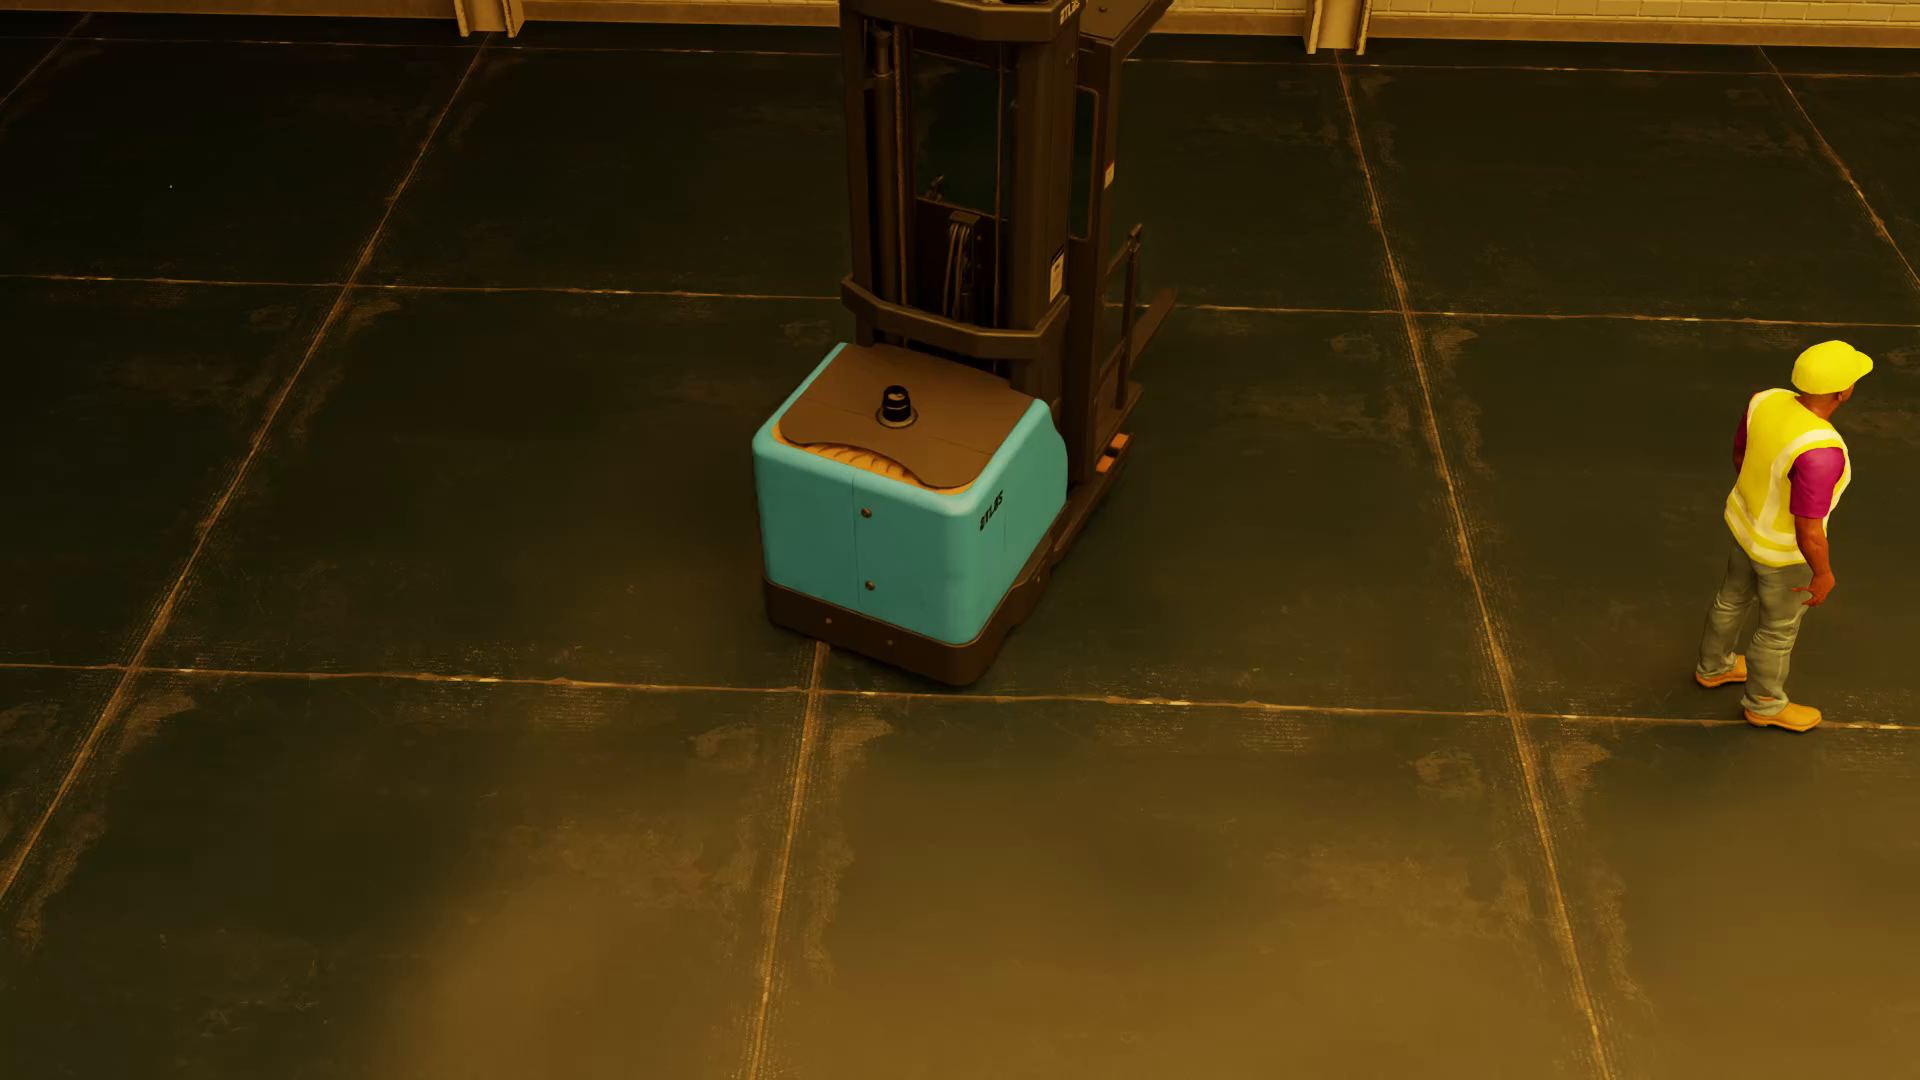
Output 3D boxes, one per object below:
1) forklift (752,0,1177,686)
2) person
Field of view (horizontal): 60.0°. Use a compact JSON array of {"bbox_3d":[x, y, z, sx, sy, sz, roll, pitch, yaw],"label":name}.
[{"bbox_3d":[0.224,-1.453,7.334,1.130,2.935,3.031,18,45,19],"label":"forklift"},{"bbox_3d":[3.328,-0.038,6.637,0.578,1.765,0.666,-4,43,-4],"label":"person"}]
